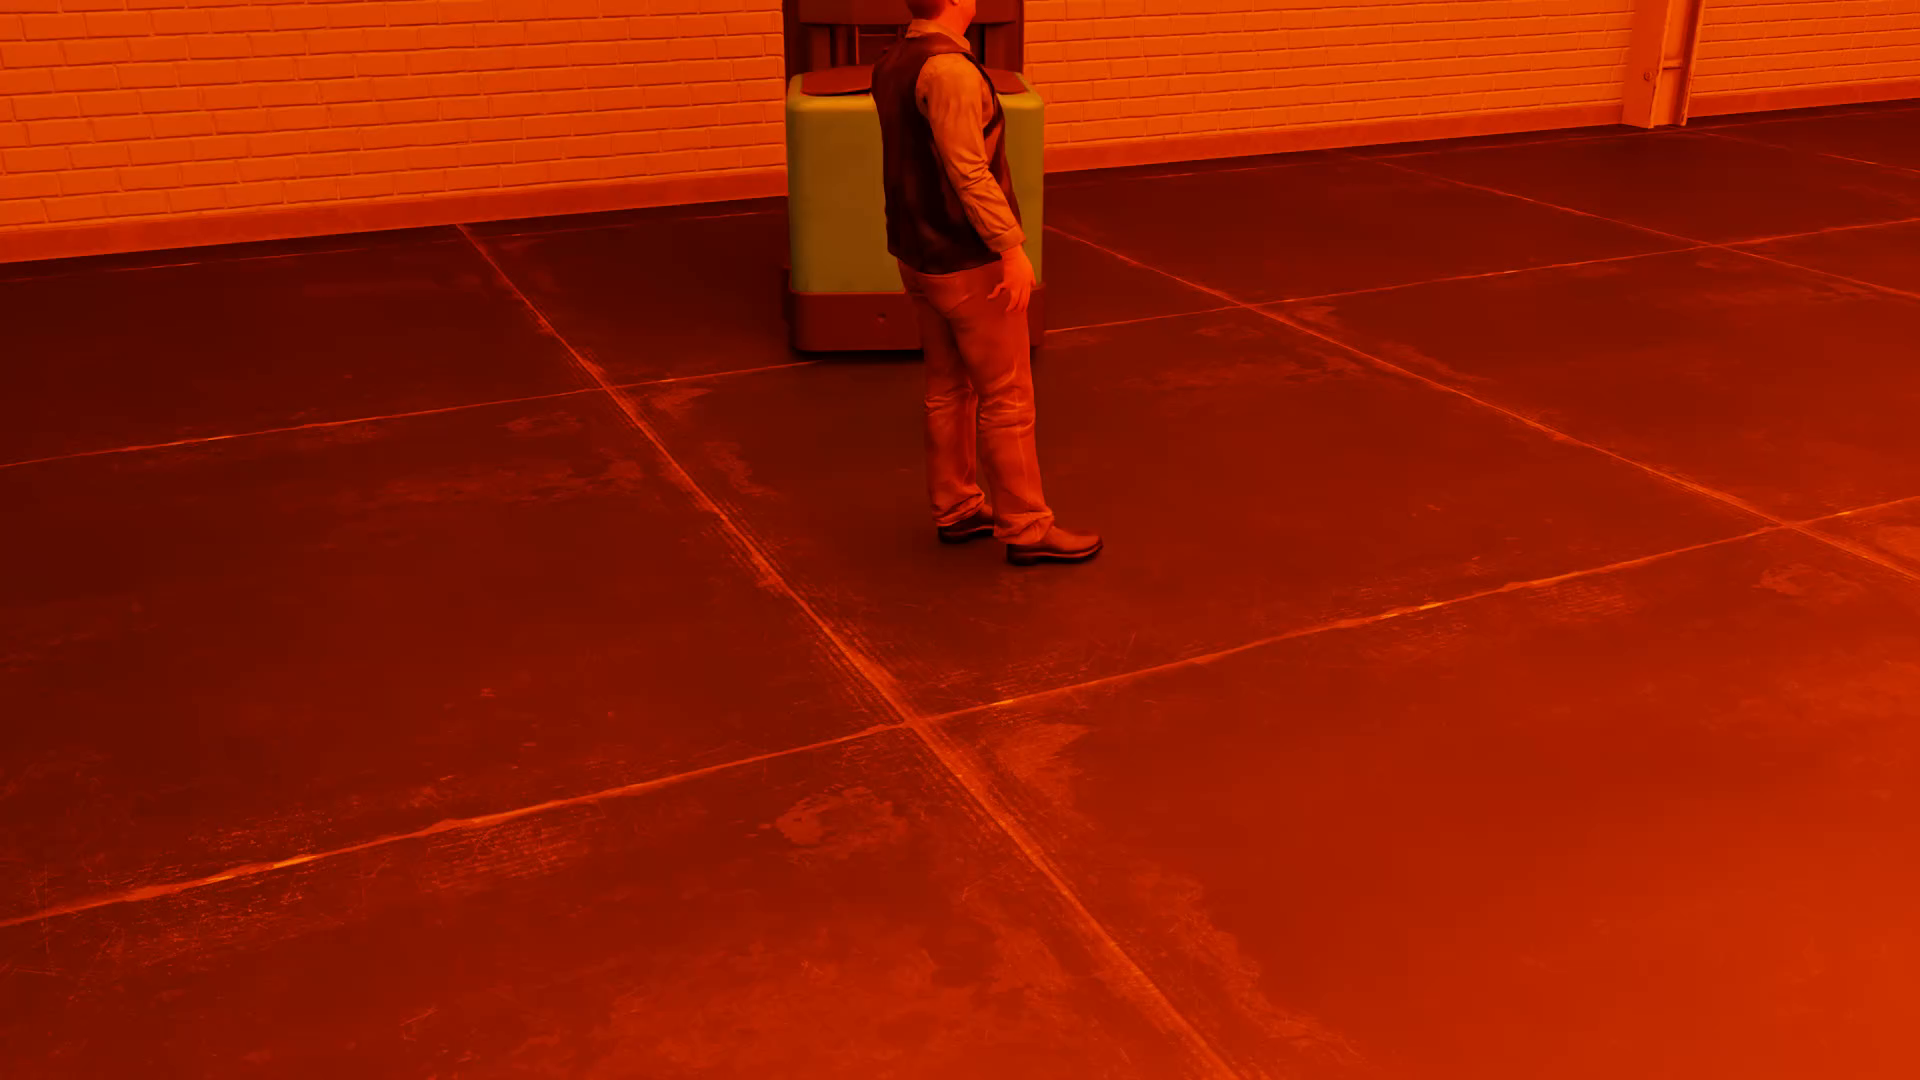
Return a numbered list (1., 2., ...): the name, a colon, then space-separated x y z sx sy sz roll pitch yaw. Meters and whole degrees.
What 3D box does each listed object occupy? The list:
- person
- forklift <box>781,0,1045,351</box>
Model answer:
1. person: 0.060 -0.809 4.791 0.568 1.720 0.632 -10 25 -23
2. forklift: -0.272 -2.644 7.651 1.130 2.935 3.031 -2 23 -4
